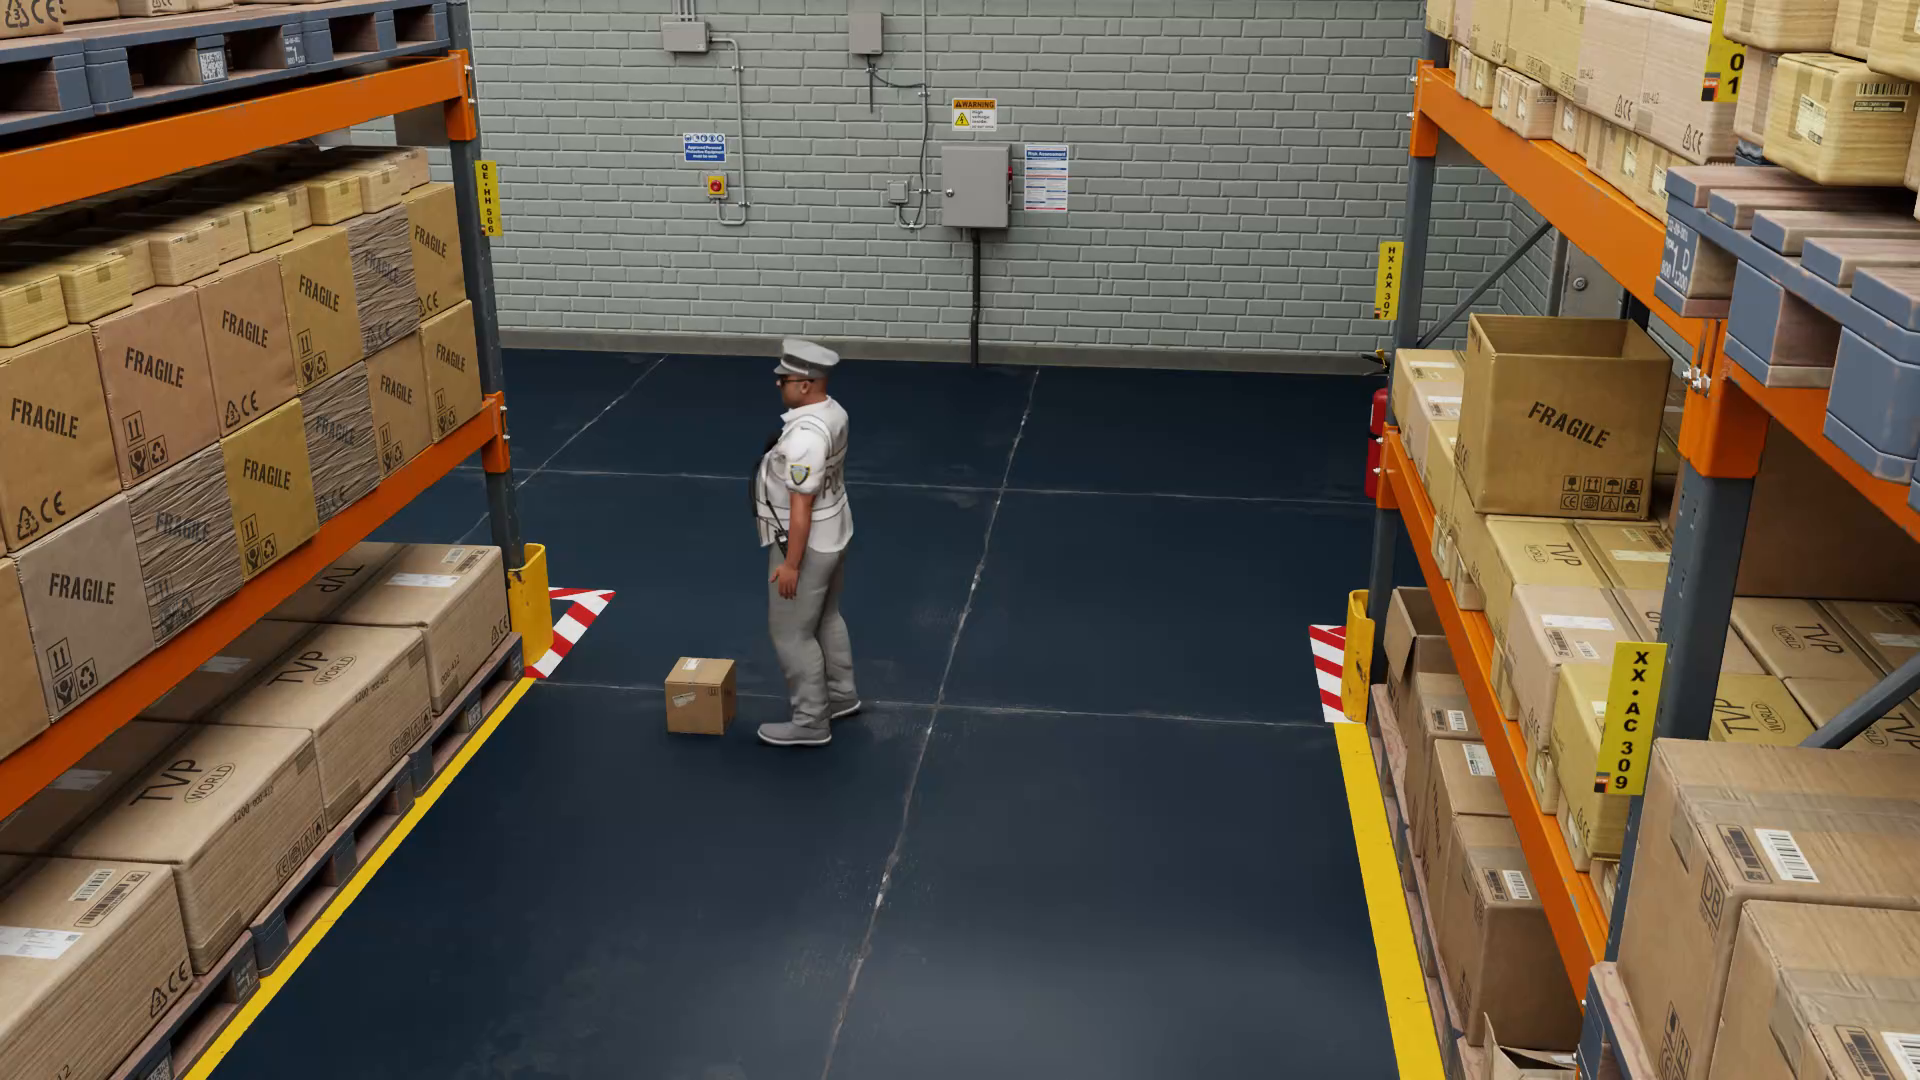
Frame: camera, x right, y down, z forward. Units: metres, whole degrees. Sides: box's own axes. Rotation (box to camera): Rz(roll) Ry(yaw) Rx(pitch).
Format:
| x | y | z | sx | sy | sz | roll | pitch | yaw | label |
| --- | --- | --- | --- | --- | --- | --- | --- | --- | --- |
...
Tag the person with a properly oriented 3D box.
| x | y | z | sx | sy | sz | roll | pitch | yaw | label |
| --- | --- | --- | --- | --- | --- | --- | --- | --- | --- |
| -0.665 | 0.029 | 7.027 | 0.405 | 1.795 | 0.529 | 3 | 21 | 8 | person |
